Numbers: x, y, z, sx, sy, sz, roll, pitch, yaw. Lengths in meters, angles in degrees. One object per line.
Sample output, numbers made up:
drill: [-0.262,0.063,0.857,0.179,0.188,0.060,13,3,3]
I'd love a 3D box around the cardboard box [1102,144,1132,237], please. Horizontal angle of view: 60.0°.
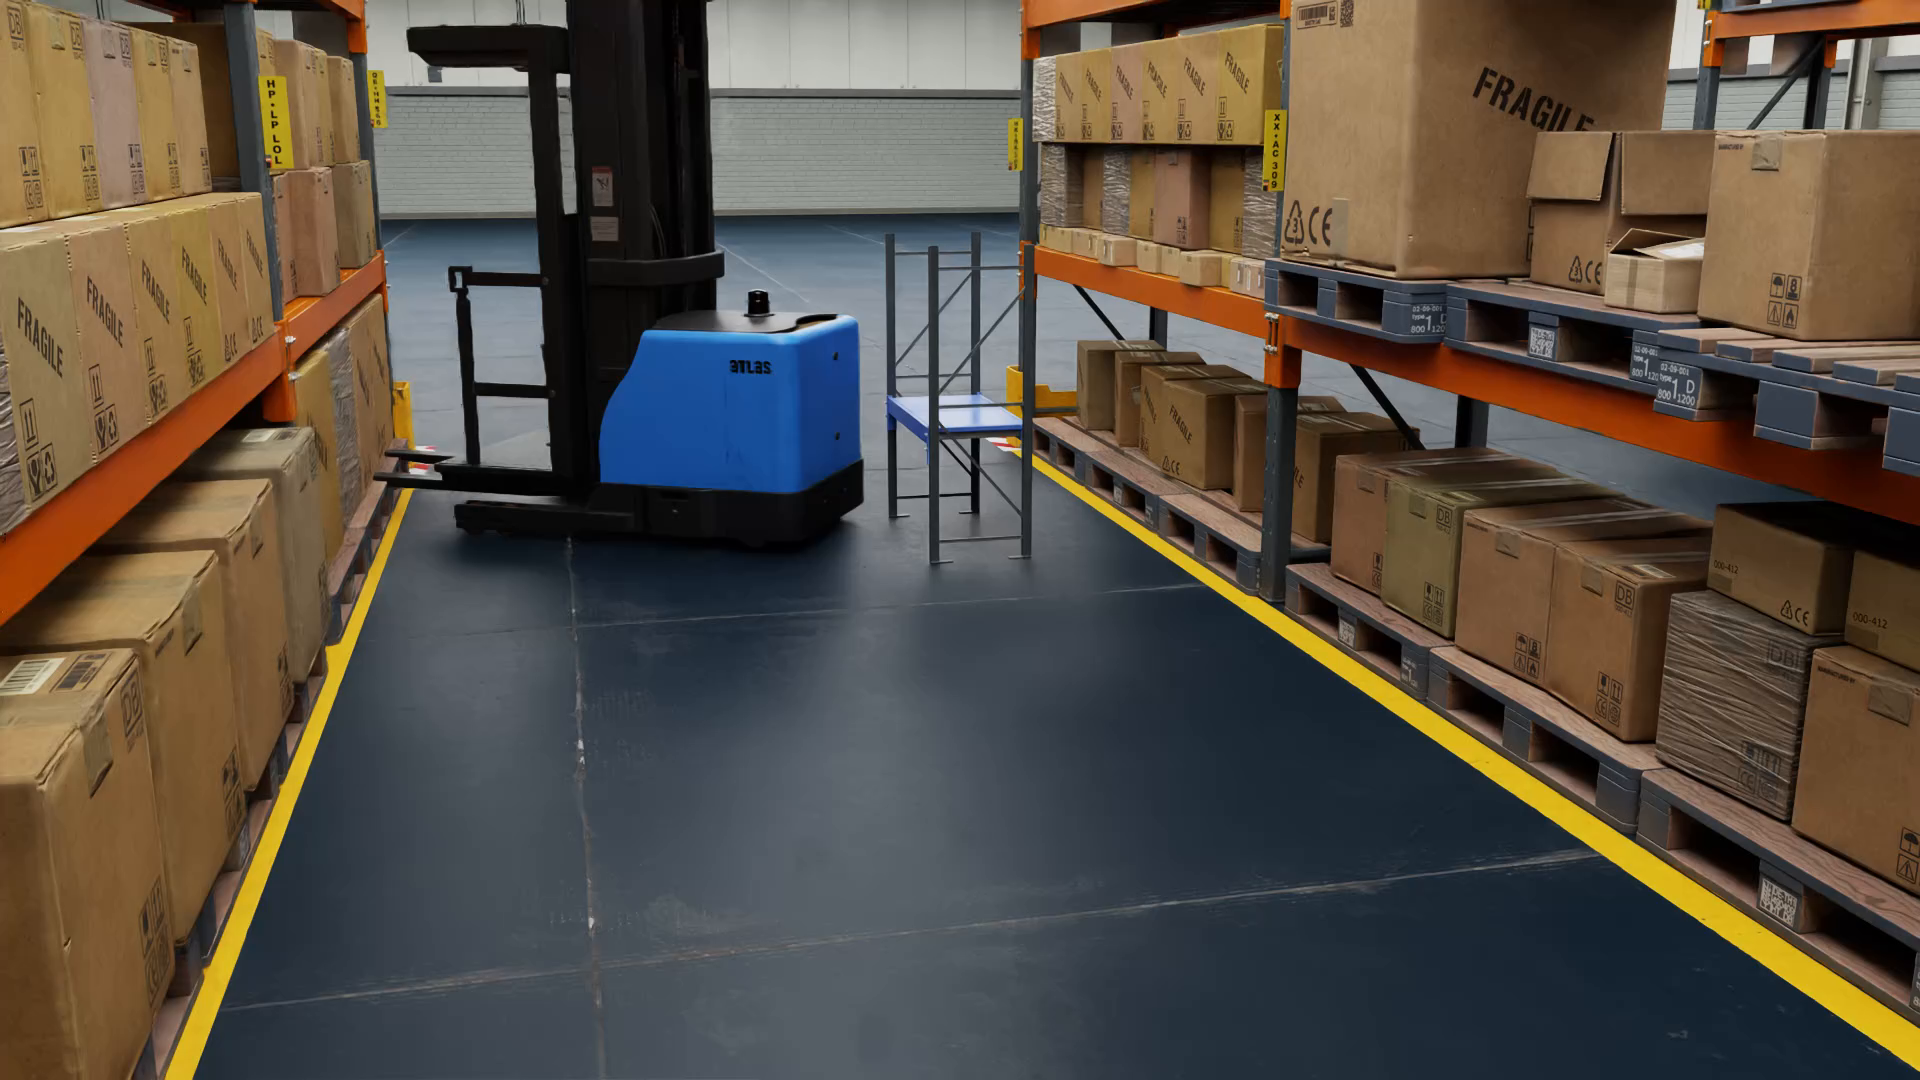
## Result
cardboard box: [1.298,-1.978,9.365,0.875,0.500,0.500,-3,14,-13]

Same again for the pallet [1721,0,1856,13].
pallet: [5.800,-3.585,10.857,1.003,0.211,1.213,-3,14,-13]

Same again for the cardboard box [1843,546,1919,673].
cardboard box: [2.579,0.189,4.092,0.500,0.250,0.500,-3,14,-11]

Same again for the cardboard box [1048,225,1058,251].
cardboard box: [0.762,-1.880,10.330,0.380,0.149,0.250,-3,14,-13]

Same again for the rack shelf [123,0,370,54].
rack shelf: [-3.489,-2.533,7.669,1.077,0.370,4.000,-3,14,-13]

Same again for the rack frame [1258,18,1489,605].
rack frame: [1.826,-1.217,7.087,1.000,3.000,0.127,-3,14,-13]

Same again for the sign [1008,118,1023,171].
sign: [0.359,-2.530,10.638,0.100,0.325,0.005,-3,14,-13]

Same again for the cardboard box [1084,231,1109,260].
cardboard box: [0.936,-1.707,9.622,0.380,0.149,0.250,-3,14,-13]

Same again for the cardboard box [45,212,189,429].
cardboard box: [-2.278,-0.557,4.174,0.500,0.500,0.500,-3,14,-14]

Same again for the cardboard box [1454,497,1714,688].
cardboard box: [2.174,0.167,5.764,0.700,0.500,0.500,-5,14,-18]

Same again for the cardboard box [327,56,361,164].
cardboard box: [-3.690,-2.274,8.825,0.875,0.550,0.550,-3,14,-13]

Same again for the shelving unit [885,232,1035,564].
shelving unit: [-0.020,-0.748,8.330,0.538,1.500,1.048,-3,14,-13]

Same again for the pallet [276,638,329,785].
pallet: [-2.765,0.565,5.671,1.003,0.211,1.213,-3,14,-13]

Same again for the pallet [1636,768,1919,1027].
pallet: [2.583,0.880,4.379,1.003,0.211,1.213,-3,14,-13]

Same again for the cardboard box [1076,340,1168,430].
cardboard box: [1.017,-0.984,10.518,0.500,0.500,0.500,-1,14,-3]

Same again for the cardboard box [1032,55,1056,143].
cardboard box: [0.751,-2.676,10.117,0.500,0.500,0.500,-3,14,-13]

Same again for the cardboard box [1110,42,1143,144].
cardboard box: [1.103,-2.330,8.701,0.500,0.500,0.500,-3,14,-13]

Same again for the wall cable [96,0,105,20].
wall cable: [-18.106,-12.783,37.690,3.097,2.526,0.112,-3,14,-13]

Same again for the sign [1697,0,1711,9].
sign: [5.165,-3.847,11.516,0.100,0.325,0.005,-3,14,-13]

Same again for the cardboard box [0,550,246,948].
cardboard box: [-2.344,0.501,3.912,1.050,0.750,0.750,-3,14,-12]

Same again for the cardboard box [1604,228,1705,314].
cardboard box: [2.111,-0.802,4.789,0.396,0.266,0.258,-4,14,-15]

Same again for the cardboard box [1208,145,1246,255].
cardboard box: [1.697,-1.634,7.959,0.875,0.500,0.500,-3,14,-13]

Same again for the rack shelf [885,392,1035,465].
rack shelf: [-0.020,-0.574,8.372,0.538,0.185,1.000,-3,14,-13]

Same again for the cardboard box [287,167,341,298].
cardboard box: [-3.281,-1.378,7.430,0.875,0.550,0.550,-3,14,-13]

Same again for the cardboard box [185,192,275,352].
cardboard box: [-2.637,-0.907,5.608,0.500,0.500,0.500,-3,14,-14]

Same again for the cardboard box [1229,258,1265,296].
cardboard box: [1.440,-1.186,7.491,0.380,0.149,0.250,-3,14,-13]

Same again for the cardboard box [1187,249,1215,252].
cardboard box: [1.342,-1.364,8.218,0.380,0.149,0.250,-3,14,-13]

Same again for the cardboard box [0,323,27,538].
cardboard box: [-1.923,-0.208,2.748,0.500,0.500,0.500,-3,14,-13]

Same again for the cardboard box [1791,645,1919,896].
cardboard box: [2.588,0.553,4.183,0.700,0.500,0.500,-4,14,-16]

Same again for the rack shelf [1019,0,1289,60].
rack shelf: [1.356,-2.786,8.705,1.077,0.370,4.000,-3,14,-13]

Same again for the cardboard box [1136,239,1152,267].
cardboard box: [1.167,-1.537,8.926,0.380,0.149,0.250,-3,14,-13]

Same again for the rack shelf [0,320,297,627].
rack shelf: [-2.550,-0.153,4.248,1.077,0.370,4.000,-3,14,-13]

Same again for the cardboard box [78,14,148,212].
cardboard box: [-2.656,-1.149,4.491,0.700,0.500,0.500,-3,14,-13]

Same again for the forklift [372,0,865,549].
forklift: [-2.090,-1.556,8.619,3.031,2.935,1.130,4,14,15]

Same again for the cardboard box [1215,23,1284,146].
cardboard box: [1.453,-1.984,7.284,0.500,0.500,0.500,-3,14,-13]

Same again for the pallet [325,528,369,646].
pallet: [-3.122,0.211,7.118,1.003,0.211,1.213,-3,14,-13]

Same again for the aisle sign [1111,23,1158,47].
aisle sign: [1.163,-3.433,10.683,0.394,0.787,0.004,-3,14,-13]

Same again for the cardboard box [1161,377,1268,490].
cardboard box: [1.407,-0.572,8.828,0.500,0.500,0.500,-5,14,-18]

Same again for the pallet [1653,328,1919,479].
pallet: [2.494,-0.359,3.982,1.213,0.211,1.003,-3,14,-13]

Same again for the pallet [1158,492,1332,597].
pallet: [1.634,-0.015,8.044,1.003,0.211,1.213,-3,14,-13]

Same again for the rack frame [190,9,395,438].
rack frame: [-3.959,-1.886,9.828,1.000,3.000,0.127,-3,14,-13]

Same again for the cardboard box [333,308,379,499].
cardboard box: [-3.527,-0.703,8.575,0.875,0.875,0.875,-4,14,-14]

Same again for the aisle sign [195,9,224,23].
aisle sign: [-4.267,-3.149,9.518,0.394,0.787,0.004,-3,14,-13]

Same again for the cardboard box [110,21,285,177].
cardboard box: [-3.073,-1.648,6.261,0.875,0.550,0.550,-3,14,-13]
